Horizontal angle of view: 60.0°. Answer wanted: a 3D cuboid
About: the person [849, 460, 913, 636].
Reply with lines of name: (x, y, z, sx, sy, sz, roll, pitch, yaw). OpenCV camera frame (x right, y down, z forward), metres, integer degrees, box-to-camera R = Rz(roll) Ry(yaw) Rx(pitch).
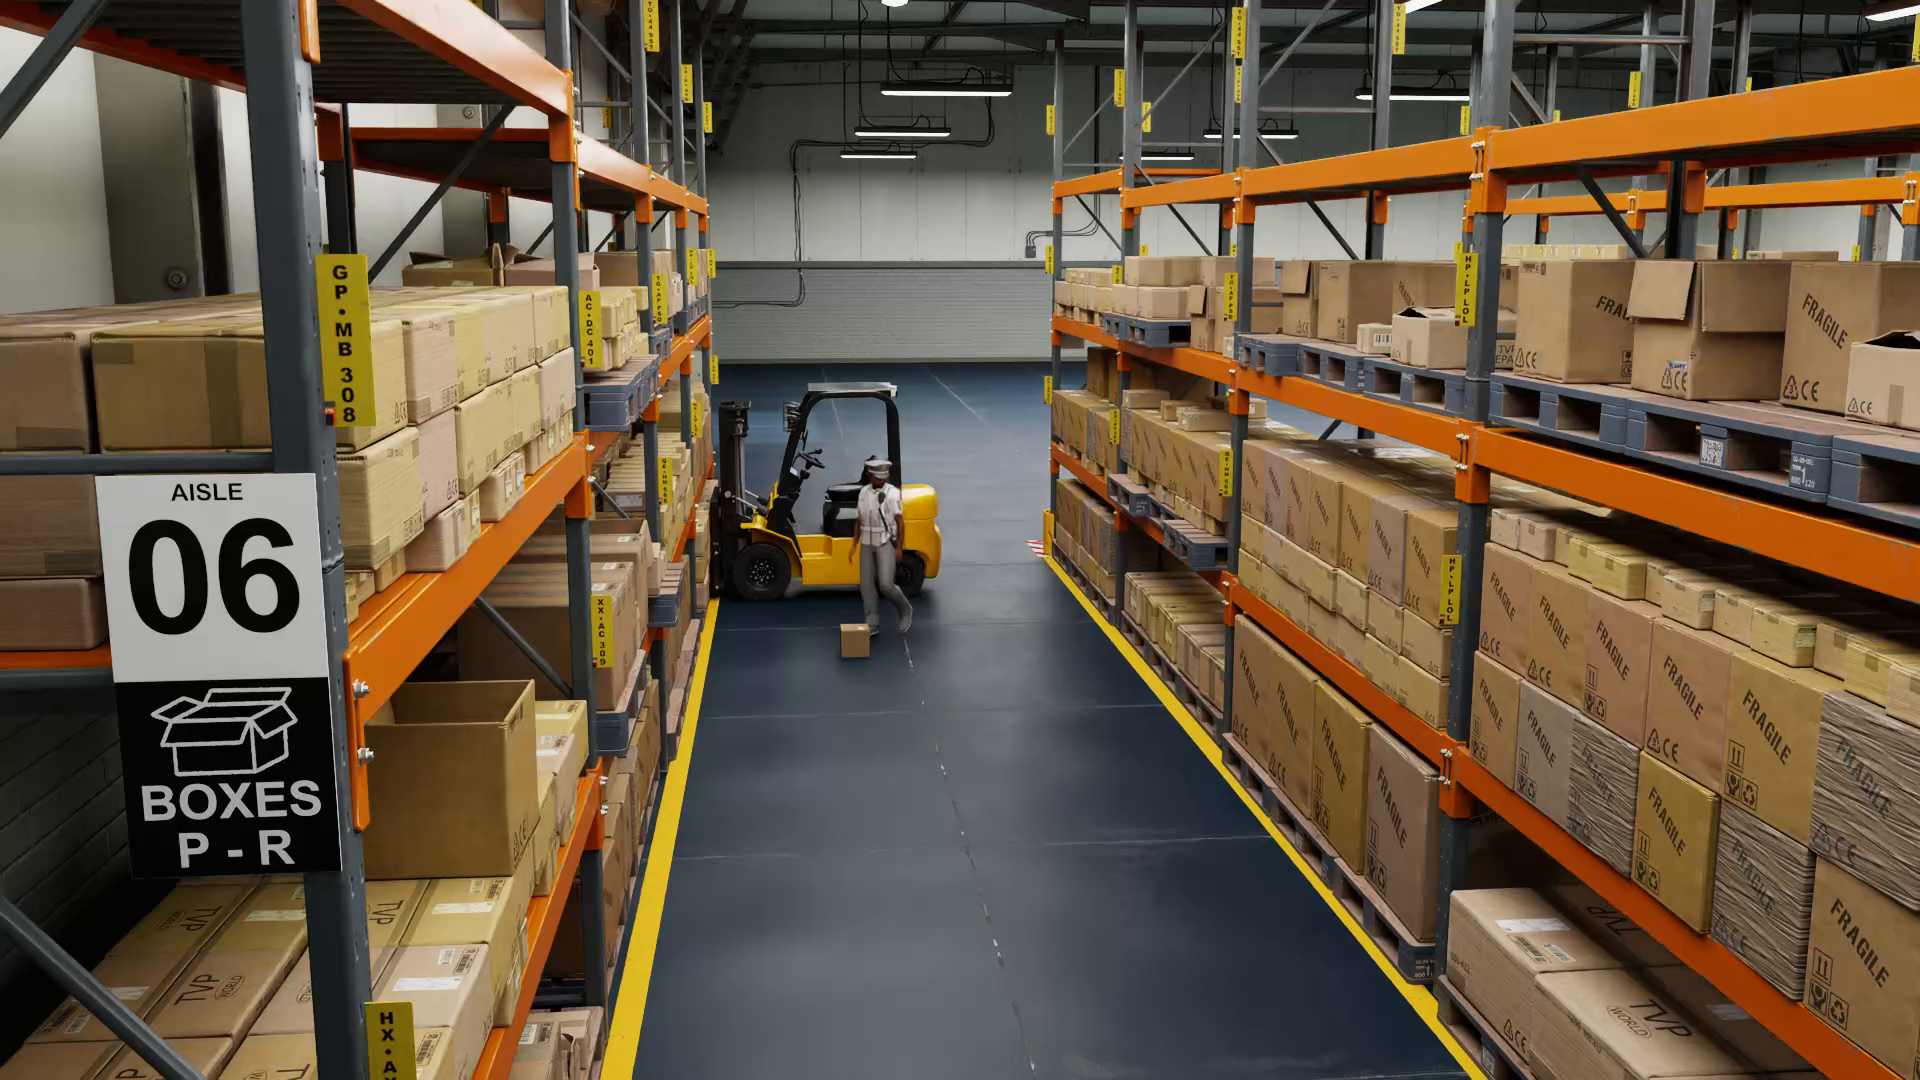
person: (-0.741, 0.076, 15.399, 0.493, 1.660, 0.514, 7, 12, 34)
